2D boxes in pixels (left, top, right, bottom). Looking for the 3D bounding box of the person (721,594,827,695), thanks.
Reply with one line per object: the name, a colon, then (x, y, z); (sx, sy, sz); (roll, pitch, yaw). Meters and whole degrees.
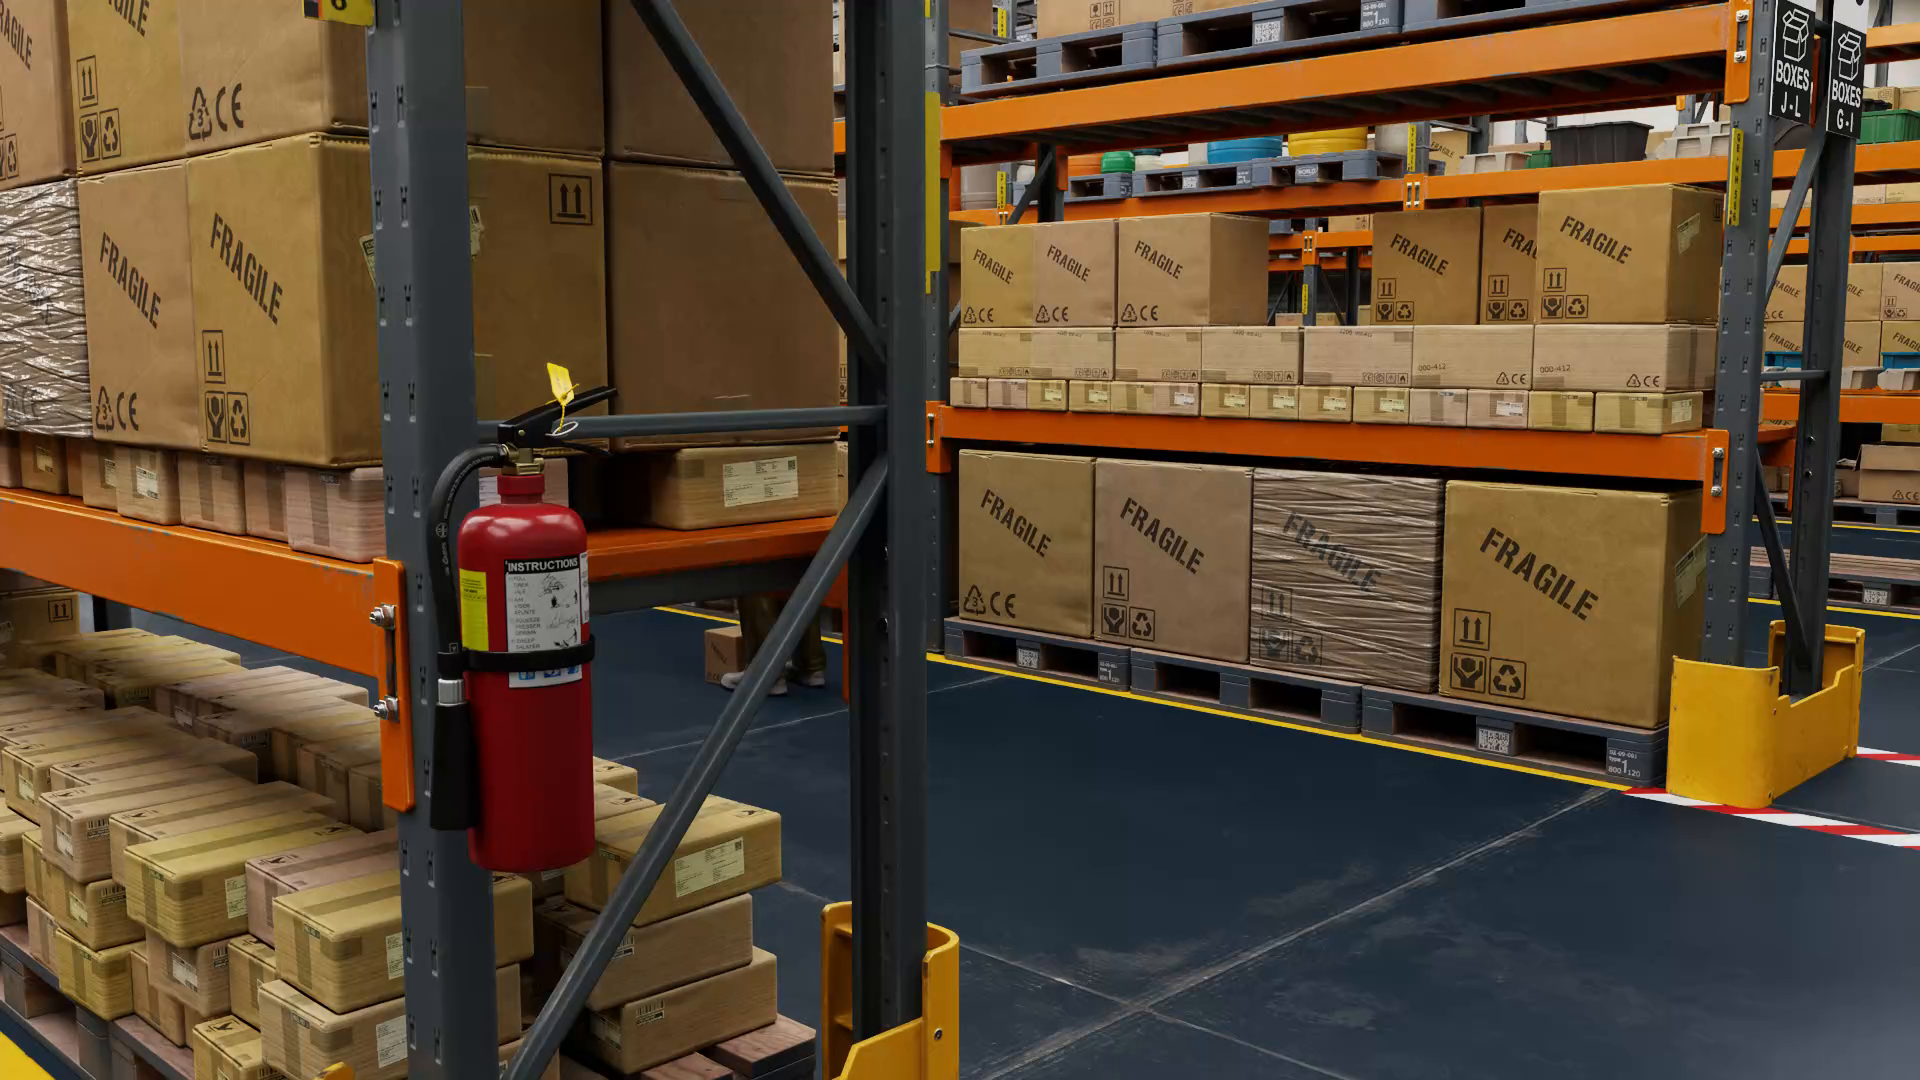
person: (-0.871, -0.176, 7.777); (0.428, 1.772, 0.640); (6, 9, 41)
